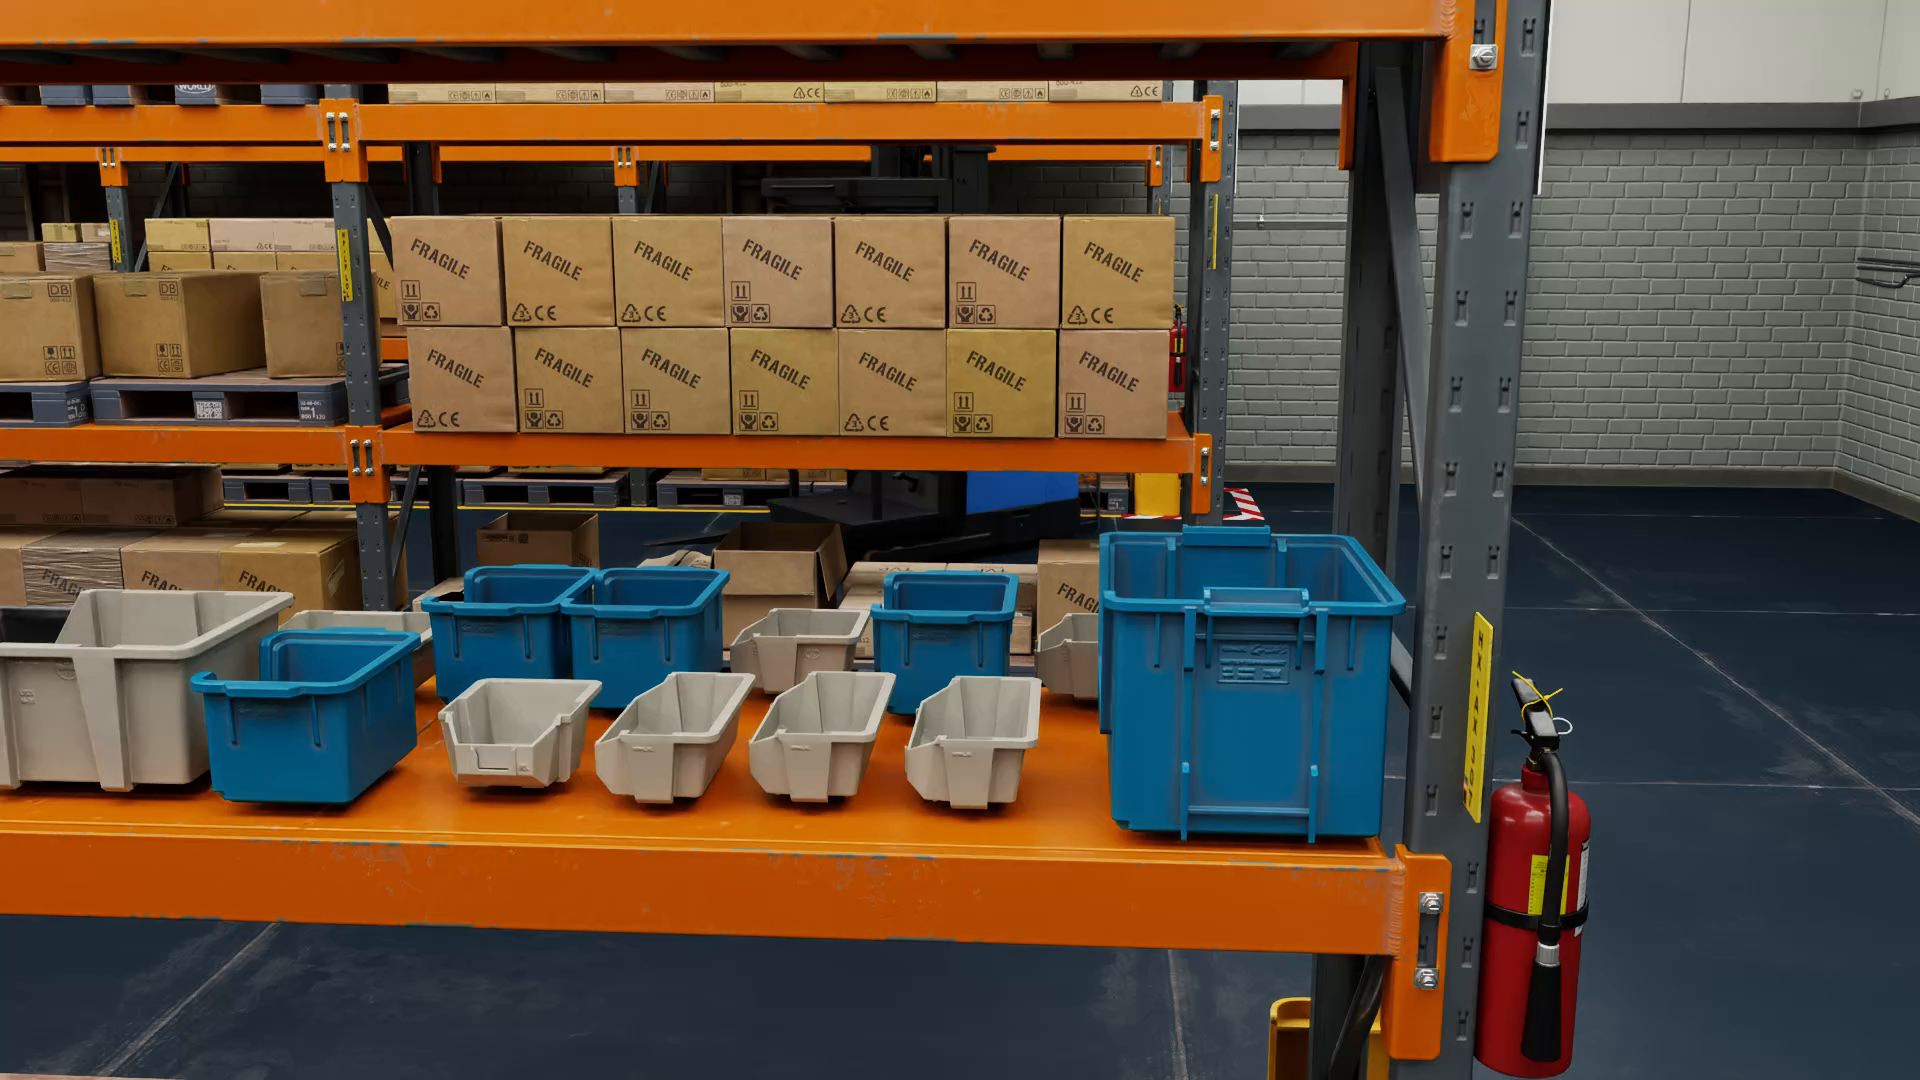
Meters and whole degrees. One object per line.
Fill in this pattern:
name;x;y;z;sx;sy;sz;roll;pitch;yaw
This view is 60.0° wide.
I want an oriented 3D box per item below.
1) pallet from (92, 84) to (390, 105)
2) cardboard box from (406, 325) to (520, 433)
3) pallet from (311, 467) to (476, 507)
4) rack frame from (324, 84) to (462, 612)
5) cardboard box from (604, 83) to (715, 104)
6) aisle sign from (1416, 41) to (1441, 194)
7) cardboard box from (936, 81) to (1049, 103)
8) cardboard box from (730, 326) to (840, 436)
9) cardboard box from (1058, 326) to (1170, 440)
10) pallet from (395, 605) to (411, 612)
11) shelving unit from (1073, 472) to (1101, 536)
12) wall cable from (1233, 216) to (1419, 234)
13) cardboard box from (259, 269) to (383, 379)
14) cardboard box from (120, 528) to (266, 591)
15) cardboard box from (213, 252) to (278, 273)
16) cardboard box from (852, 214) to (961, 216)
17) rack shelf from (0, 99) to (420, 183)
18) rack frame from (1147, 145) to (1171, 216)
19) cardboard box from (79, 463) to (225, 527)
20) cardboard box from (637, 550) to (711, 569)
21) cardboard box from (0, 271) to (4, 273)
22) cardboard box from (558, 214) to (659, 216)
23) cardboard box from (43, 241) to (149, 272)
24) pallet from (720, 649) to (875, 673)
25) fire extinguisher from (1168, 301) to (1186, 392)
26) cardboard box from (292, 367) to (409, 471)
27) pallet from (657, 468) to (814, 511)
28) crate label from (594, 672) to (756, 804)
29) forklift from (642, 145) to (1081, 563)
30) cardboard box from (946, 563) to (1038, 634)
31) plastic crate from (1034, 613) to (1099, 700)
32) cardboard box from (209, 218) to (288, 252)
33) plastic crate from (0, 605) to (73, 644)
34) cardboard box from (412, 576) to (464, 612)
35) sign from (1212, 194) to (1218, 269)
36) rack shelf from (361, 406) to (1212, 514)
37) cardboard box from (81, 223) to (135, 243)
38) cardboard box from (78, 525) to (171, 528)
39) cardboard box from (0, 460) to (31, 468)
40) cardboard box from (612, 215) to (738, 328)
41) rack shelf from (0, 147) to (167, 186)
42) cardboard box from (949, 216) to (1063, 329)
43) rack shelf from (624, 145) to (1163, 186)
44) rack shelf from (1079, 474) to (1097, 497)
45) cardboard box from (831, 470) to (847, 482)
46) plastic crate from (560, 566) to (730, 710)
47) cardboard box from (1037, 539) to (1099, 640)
pallet;-3.448;-2.213;8.155;1.003;0.211;1.213;1;12;4
cardboard box;-2.312;-0.800;8.022;0.500;0.500;0.500;1;12;5
pallet;-4.470;-0.472;13.510;1.213;0.211;1.003;1;12;4
rack frame;-2.802;-0.814;8.332;0.127;3.000;1.000;1;12;4
cardboard box;-1.336;-2.136;7.696;0.500;0.250;0.500;1;12;4
aisle sign;0.946;-1.079;3.252;0.004;0.787;0.394;1;12;4
cardboard box;0.160;-2.116;7.598;0.500;0.250;0.500;1;12;4
cardboard box;-0.794;-0.780;7.925;0.500;0.500;0.500;1;12;3
cardboard box;0.724;-0.758;7.823;0.500;0.500;0.500;1;12;5
pallet;-3.616;0.548;8.634;1.213;0.211;1.003;1;12;4
shelving unit;0.762;-0.670;12.040;0.258;1.200;0.503;-9;15;-37
wall cable;2.857;-2.444;13.644;1.851;1.984;0.084;1;12;4
cardboard box;-3.260;-1.120;8.528;0.500;0.500;0.700;-3;12;-15
cardboard box;-3.807;0.238;8.336;0.500;0.500;0.500;1;12;4
cardboard box;-5.477;-2.017;13.064;0.500;0.500;0.500;1;12;6
cardboard box;-0.257;-1.371;8.309;0.500;0.500;0.500;1;12;5
rack shelf;-4.798;-1.957;8.229;4.000;0.370;1.077;1;12;4
rack frame;1.516;-1.771;12.908;0.127;3.000;1.000;1;12;4
cardboard box;-4.266;-0.243;8.801;0.500;0.250;0.500;1;12;4
cardboard box;-1.467;0.247;8.753;0.500;0.311;0.500;1;12;4
cardboard box;-5.258;-1.086;8.363;0.500;0.500;0.700;3;12;14
cardboard box;-1.769;-1.392;8.408;0.500;0.500;0.500;1;12;3
cardboard box;-6.936;-2.149;13.397;0.500;0.500;0.700;-1;12;-3
pallet;-0.897;0.577;8.494;1.213;0.211;1.003;1;12;4
fire extinguisher;1.636;-1.454;12.494;0.183;0.674;0.296;1;12;4
cardboard box;-4.868;-0.984;13.369;0.750;0.750;0.750;1;12;3
pallet;-1.722;-0.434;13.329;1.213;0.211;1.003;1;12;4
crate label;-0.539;0.373;3.158;0.243;0.136;0.396;1;12;4
forklift;-0.625;-1.328;10.957;3.031;2.935;1.130;-9;15;-37
cardboard box;0.166;0.299;8.652;0.500;0.250;0.500;1;12;4
plastic crate;0.315;0.261;3.693;0.298;0.136;0.250;1;12;4
cardboard box;-5.494;-2.386;12.996;0.500;0.250;0.500;1;12;3
plastic crate;-2.002;0.264;3.706;0.590;0.125;0.437;1;12;4
cardboard box;-2.398;0.337;8.323;0.500;0.311;0.500;1;12;4
sign;1.132;-1.367;7.379;0.005;0.325;0.100;1;12;4
rack shelf;-0.807;-0.434;8.275;4.000;0.370;1.077;1;12;4
cardboard box;-6.812;-2.461;13.303;0.250;0.149;0.380;-1;12;-4
cardboard box;-4.300;0.125;8.876;0.500;0.500;0.500;1;12;4
cardboard box;-7.694;-0.902;13.786;0.500;0.500;0.700;1;12;4
cardboard box;-1.323;-1.274;7.846;0.500;0.500;0.500;0;12;2
rack shelf;-8.462;-3.024;13.329;4.000;0.370;1.077;1;12;4
cardboard box;0.222;-1.254;7.750;0.500;0.500;0.500;1;12;5
rack shelf;-0.480;-2.914;12.806;4.000;0.370;1.077;1;12;4
rack shelf;0.762;-0.410;12.094;0.258;0.148;0.480;-9;15;-37
cardboard box;-0.723;-0.762;13.162;0.500;0.500;0.700;1;12;5
plastic crate;-0.684;0.217;3.668;0.300;0.233;0.416;1;12;4
cardboard box;0.630;0.292;8.076;0.500;0.500;0.500;1;12;4
